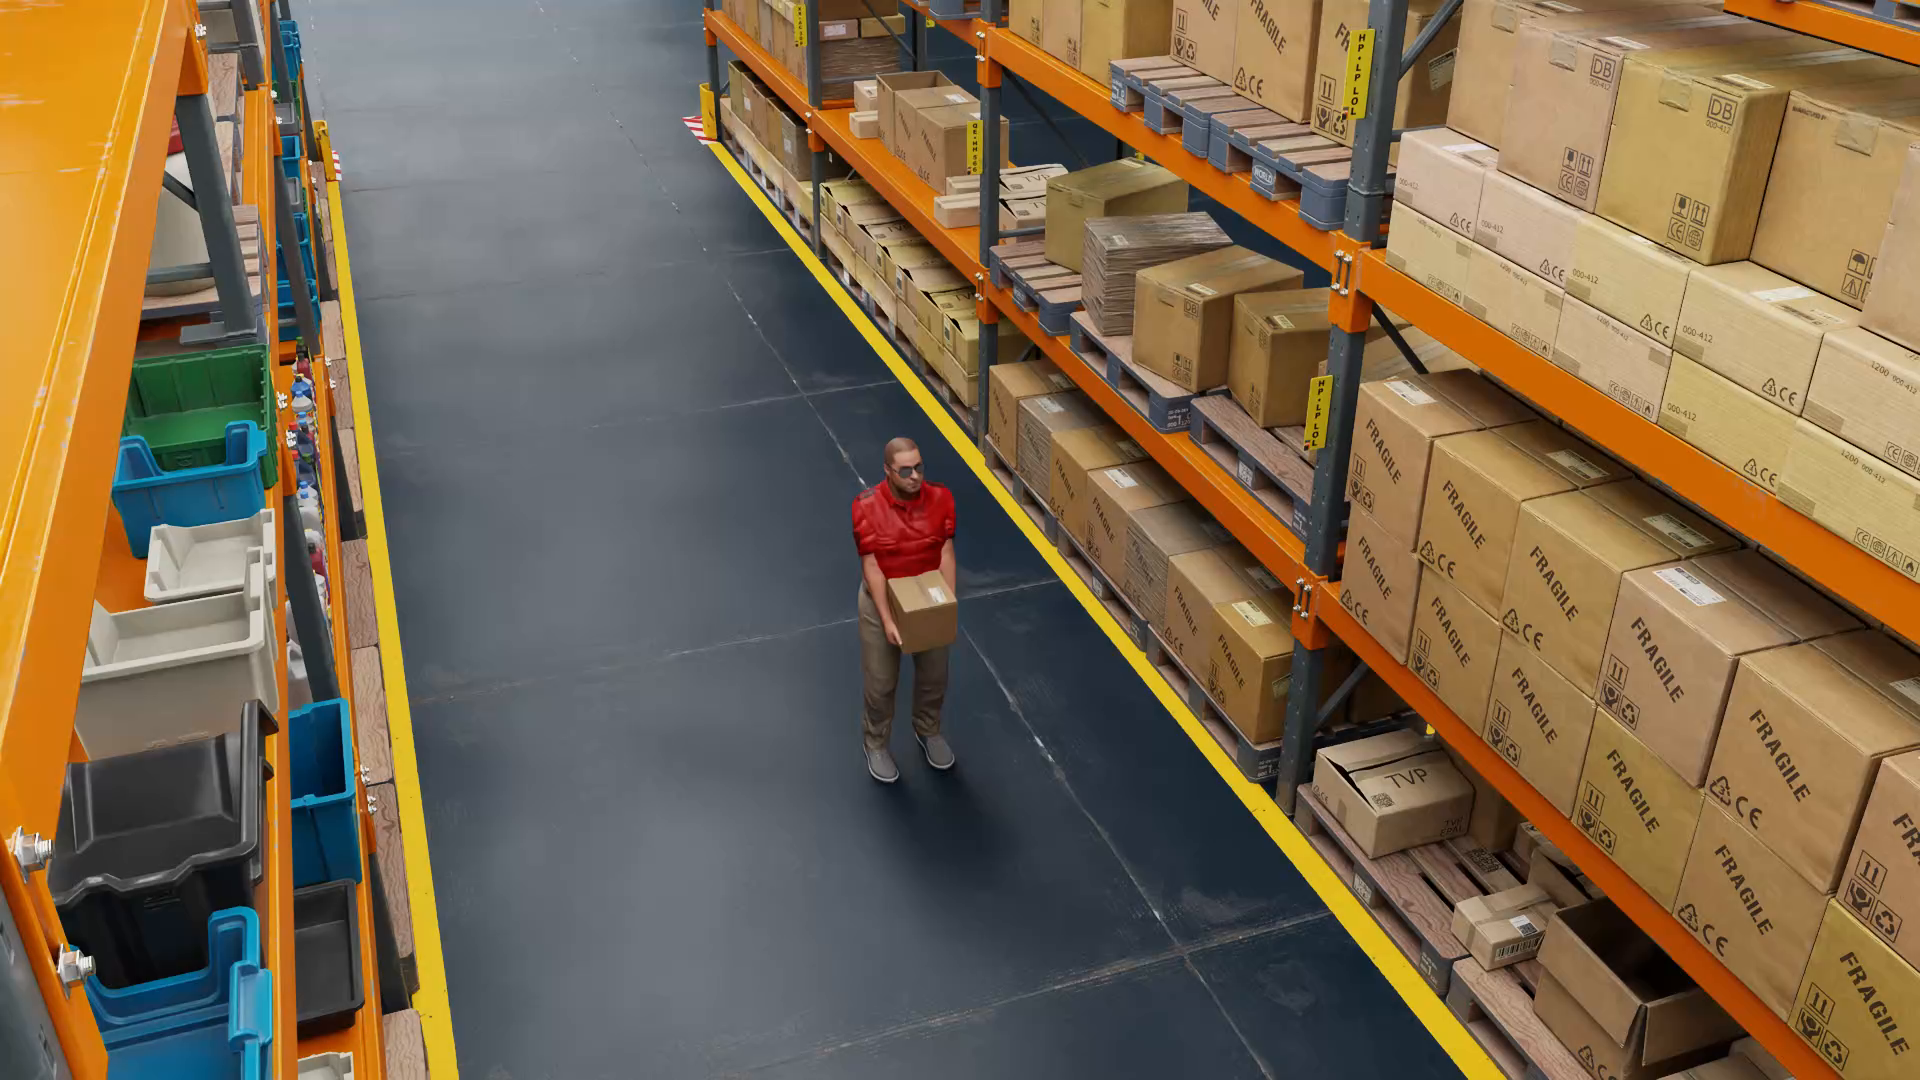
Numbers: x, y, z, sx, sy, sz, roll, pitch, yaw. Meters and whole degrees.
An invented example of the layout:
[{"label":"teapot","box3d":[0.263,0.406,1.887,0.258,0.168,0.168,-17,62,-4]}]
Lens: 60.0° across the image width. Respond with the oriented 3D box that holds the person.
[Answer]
[{"label":"person","box3d":[-0.221,0.357,7.746,0.490,1.725,0.544,-11,31,-18]}]
